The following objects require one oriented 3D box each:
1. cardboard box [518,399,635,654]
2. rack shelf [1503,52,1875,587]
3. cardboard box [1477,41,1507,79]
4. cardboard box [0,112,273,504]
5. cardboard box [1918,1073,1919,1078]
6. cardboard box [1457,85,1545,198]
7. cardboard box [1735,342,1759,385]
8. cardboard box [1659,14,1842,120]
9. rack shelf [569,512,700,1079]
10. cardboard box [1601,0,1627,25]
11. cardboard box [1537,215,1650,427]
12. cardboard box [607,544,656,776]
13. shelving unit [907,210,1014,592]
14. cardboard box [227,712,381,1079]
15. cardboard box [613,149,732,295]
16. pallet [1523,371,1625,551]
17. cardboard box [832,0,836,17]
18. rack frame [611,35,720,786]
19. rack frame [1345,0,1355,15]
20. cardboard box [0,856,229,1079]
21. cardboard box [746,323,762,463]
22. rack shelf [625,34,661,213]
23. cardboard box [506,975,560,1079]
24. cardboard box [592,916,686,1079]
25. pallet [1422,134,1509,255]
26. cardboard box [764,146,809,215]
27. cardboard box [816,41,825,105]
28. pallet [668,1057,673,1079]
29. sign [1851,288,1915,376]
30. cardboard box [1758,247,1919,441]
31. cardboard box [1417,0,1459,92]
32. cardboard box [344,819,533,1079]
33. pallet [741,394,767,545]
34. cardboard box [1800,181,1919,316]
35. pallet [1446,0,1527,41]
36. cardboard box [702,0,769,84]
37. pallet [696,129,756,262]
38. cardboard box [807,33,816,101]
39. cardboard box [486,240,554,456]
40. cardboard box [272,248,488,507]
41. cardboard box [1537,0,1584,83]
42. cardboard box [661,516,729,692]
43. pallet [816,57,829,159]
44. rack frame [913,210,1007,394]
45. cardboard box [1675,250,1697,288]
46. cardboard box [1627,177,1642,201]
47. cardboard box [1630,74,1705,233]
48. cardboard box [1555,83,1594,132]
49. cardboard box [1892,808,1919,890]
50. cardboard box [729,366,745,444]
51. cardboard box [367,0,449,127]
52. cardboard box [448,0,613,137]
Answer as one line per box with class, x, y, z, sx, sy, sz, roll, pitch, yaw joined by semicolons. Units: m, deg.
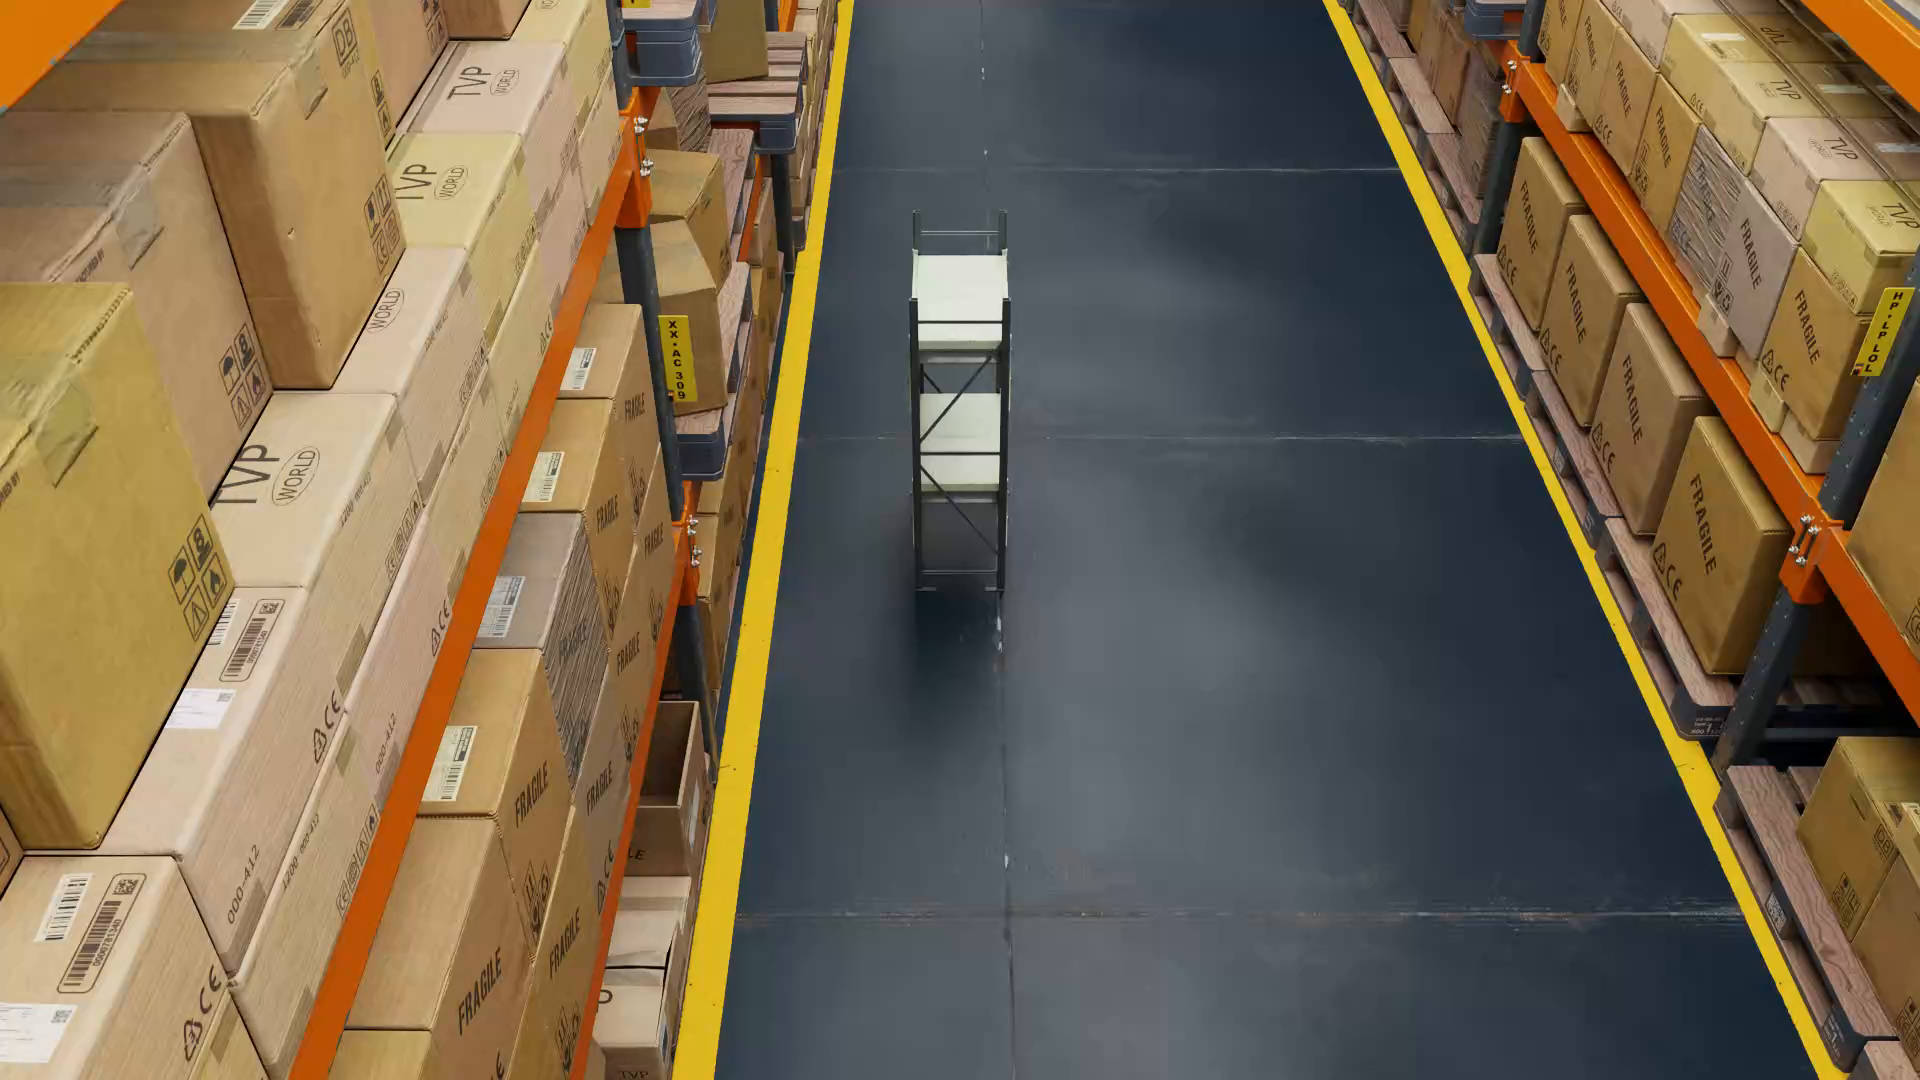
cardboard box;-1.196;-0.035;4.516;0.500;0.500;0.500;-1;39;-1
rack shelf;3.492;-1.218;7.447;1.077;0.370;4.000;0;39;0
cardboard box;3.499;-3.045;10.199;0.500;0.250;0.500;1;39;1
cardboard box;-1.495;-0.287;2.432;0.700;0.500;0.500;0;39;0
cardboard box;3.389;1.666;4.935;0.700;0.500;0.500;1;39;1
cardboard box;3.437;-2.396;9.988;0.700;0.500;0.500;0;39;1
cardboard box;3.232;-0.689;6.396;0.380;0.149;0.250;1;39;1
cardboard box;3.245;-1.953;6.855;0.500;0.250;0.500;-1;39;-1
rack shelf;-1.457;1.289;4.318;1.077;0.370;4.000;0;39;0
cardboard box;3.234;-2.585;7.643;0.500;0.250;0.500;-1;39;-1
cardboard box;3.354;-1.067;8.066;0.750;0.750;0.750;0;39;0
cardboard box;-1.200;0.353;4.830;0.500;0.500;0.500;1;39;1
shelving unit;0.000;-0.589;7.286;0.431;1.500;0.755;0;39;0
cardboard box;-1.188;0.513;2.432;0.500;0.250;0.500;0;39;0
cardboard box;-1.300;-1.172;6.397;0.700;0.500;0.500;6;39;7
pallet;3.414;-0.407;8.090;1.003;0.211;1.213;0;39;0
cardboard box;-1.178;-4.077;12.302;0.500;0.250;0.500;0;39;0
rack frame;-1.459;-0.242;5.654;1.000;3.000;0.127;0;39;0
rack frame;3.485;-5.251;11.904;1.000;3.000;0.127;0;39;0
cardboard box;-1.195;0.631;1.886;0.500;0.250;0.500;0;39;0
cardboard box;-1.221;-0.703;7.876;0.500;0.500;0.500;-1;39;-2
rack shelf;-1.461;-2.383;6.501;1.077;0.370;4.000;0;39;0
cardboard box;-1.195;1.306;3.642;0.500;0.500;0.500;0;39;0
cardboard box;-1.174;1.460;5.327;0.500;0.311;0.500;0;39;0
pallet;3.491;-2.150;10.264;1.003;0.211;1.213;0;39;0
cardboard box;-1.171;-2.162;9.913;0.500;0.250;0.500;0;39;0
cardboard box;-1.179;-3.122;11.111;0.500;0.250;0.500;1;39;1
pallet;-1.455;2.040;5.035;1.003;0.211;1.213;0;39;0
sign;2.952;-0.663;5.316;0.100;0.325;0.005;0;39;0
cardboard box;3.242;-0.700;5.891;0.500;0.500;0.500;-1;39;-1
cardboard box;3.514;-3.345;11.172;0.700;0.500;0.500;0;39;0
cardboard box;-1.195;0.912;3.333;0.500;0.500;0.500;0;39;1
pallet;-1.502;-0.428;8.115;1.003;0.211;1.213;0;39;0
cardboard box;3.238;-0.996;5.660;0.500;0.250;0.500;1;39;1
pallet;3.383;-3.120;9.398;1.213;0.211;1.003;0;39;0
cardboard box;-1.350;-2.553;8.121;0.700;0.500;0.500;-12;40;-15
pallet;-1.457;-1.453;7.318;1.003;0.211;1.213;0;39;0
cardboard box;-1.178;-3.029;10.545;0.500;0.311;0.500;-1;39;-1
cardboard box;-1.193;-0.425;3.603;0.500;0.250;0.500;0;39;0
cardboard box;-1.192;-0.307;3.056;0.500;0.250;0.500;0;39;0
cardboard box;3.235;-2.609;8.273;0.500;0.500;0.500;1;39;1
cardboard box;-1.216;0.259;6.675;0.500;0.500;0.500;-2;39;-2
pallet;-1.424;-2.931;11.239;1.003;0.211;1.213;0;39;0
rack frame;0.000;-0.818;7.572;0.400;1.500;0.023;0;39;0
cardboard box;3.254;-1.164;6.988;0.380;0.149;0.250;-1;39;-1
cardboard box;3.288;-1.649;7.594;0.380;0.149;0.250;1;39;1
cardboard box;3.234;-1.645;7.070;0.500;0.500;0.500;1;39;1
cardboard box;3.166;-2.129;8.194;0.380;0.149;0.250;1;39;1
cardboard box;3.211;0.992;5.257;0.380;0.149;0.250;1;39;1
cardboard box;-1.217;-0.659;7.221;0.500;0.250;0.500;0;39;0
cardboard box;-1.562;-1.225;3.602;0.700;0.500;0.500;0;39;0
cardboard box;-1.187;-1.245;4.227;0.500;0.250;0.500;0;39;0
